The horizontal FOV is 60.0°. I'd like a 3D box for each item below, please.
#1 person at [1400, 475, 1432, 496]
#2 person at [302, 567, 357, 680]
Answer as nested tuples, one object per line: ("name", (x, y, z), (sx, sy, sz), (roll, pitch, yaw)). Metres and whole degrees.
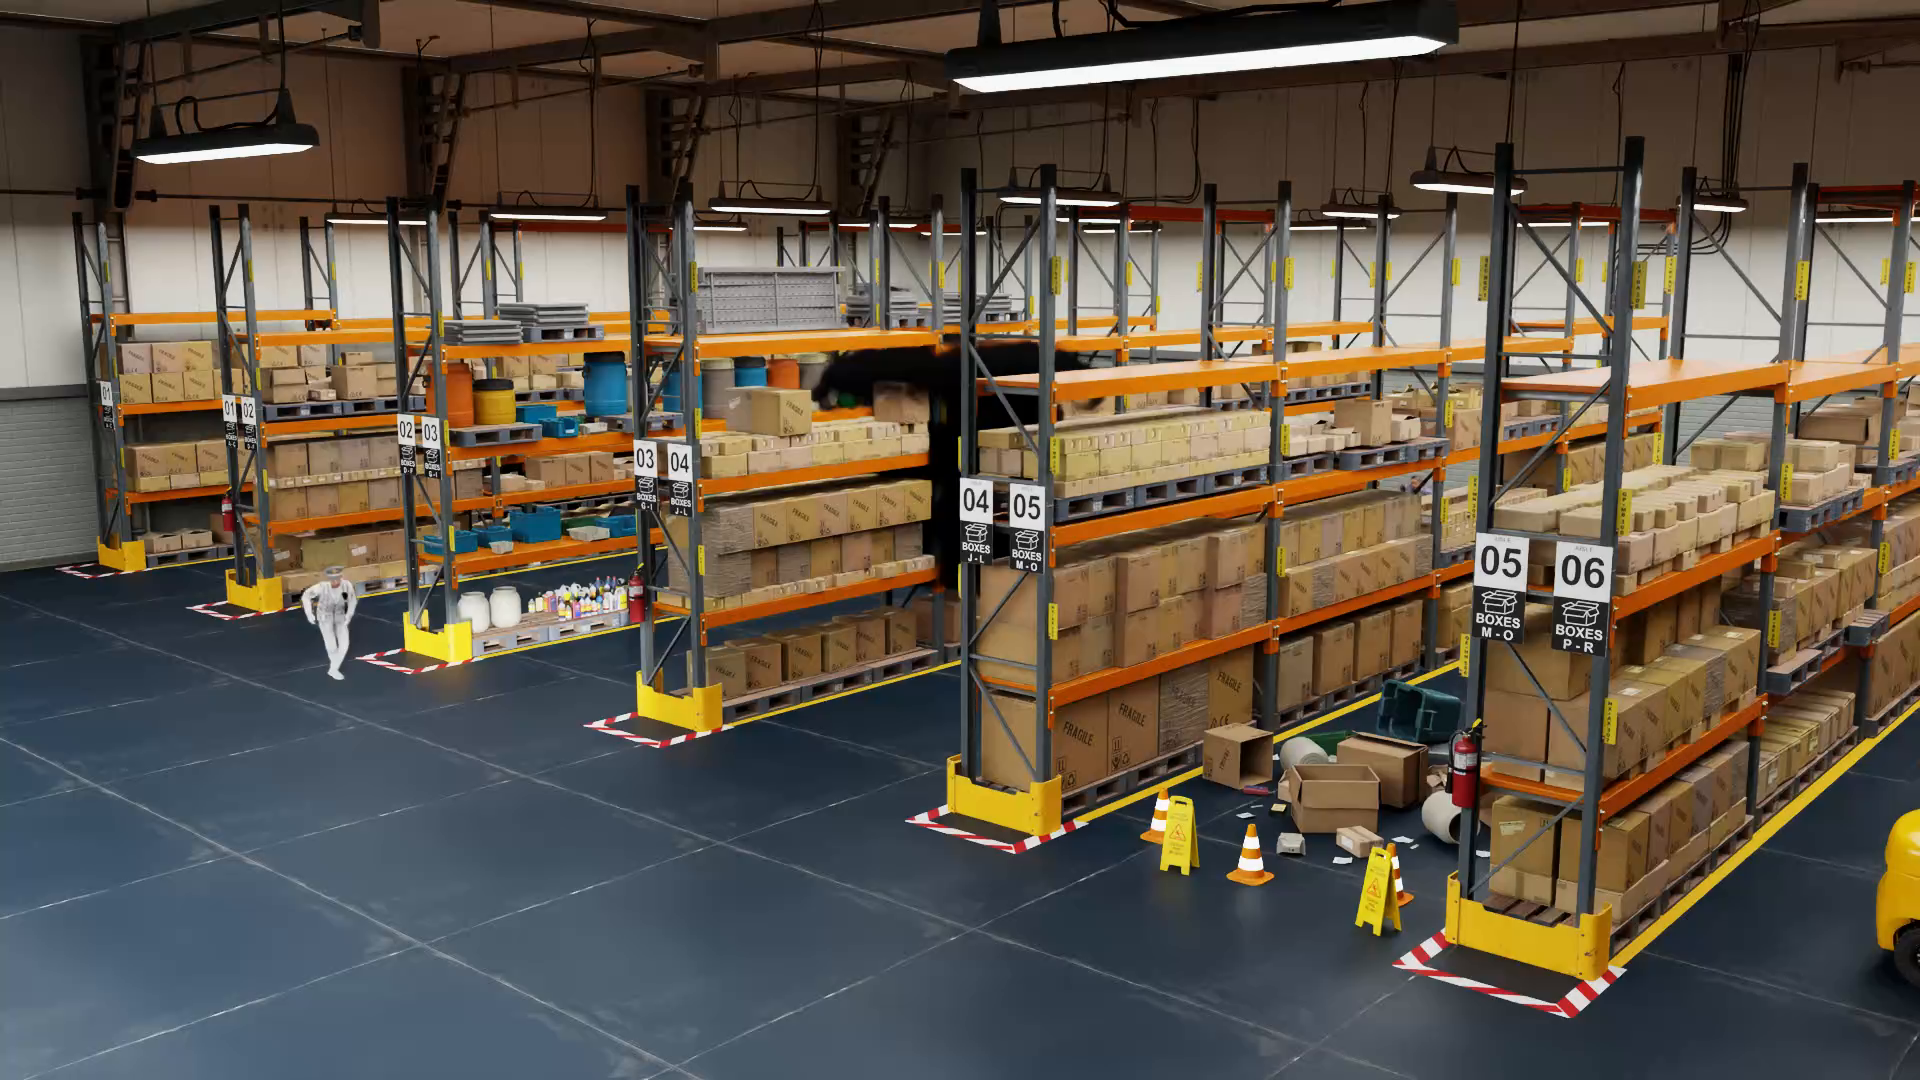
("person", (8.048, -0.438, 29.360), (0.634, 1.484, 0.893), (5, 11, 30))
("person", (-7.853, 1.026, 20.738), (0.639, 1.488, 0.824), (-5, 11, -29))
